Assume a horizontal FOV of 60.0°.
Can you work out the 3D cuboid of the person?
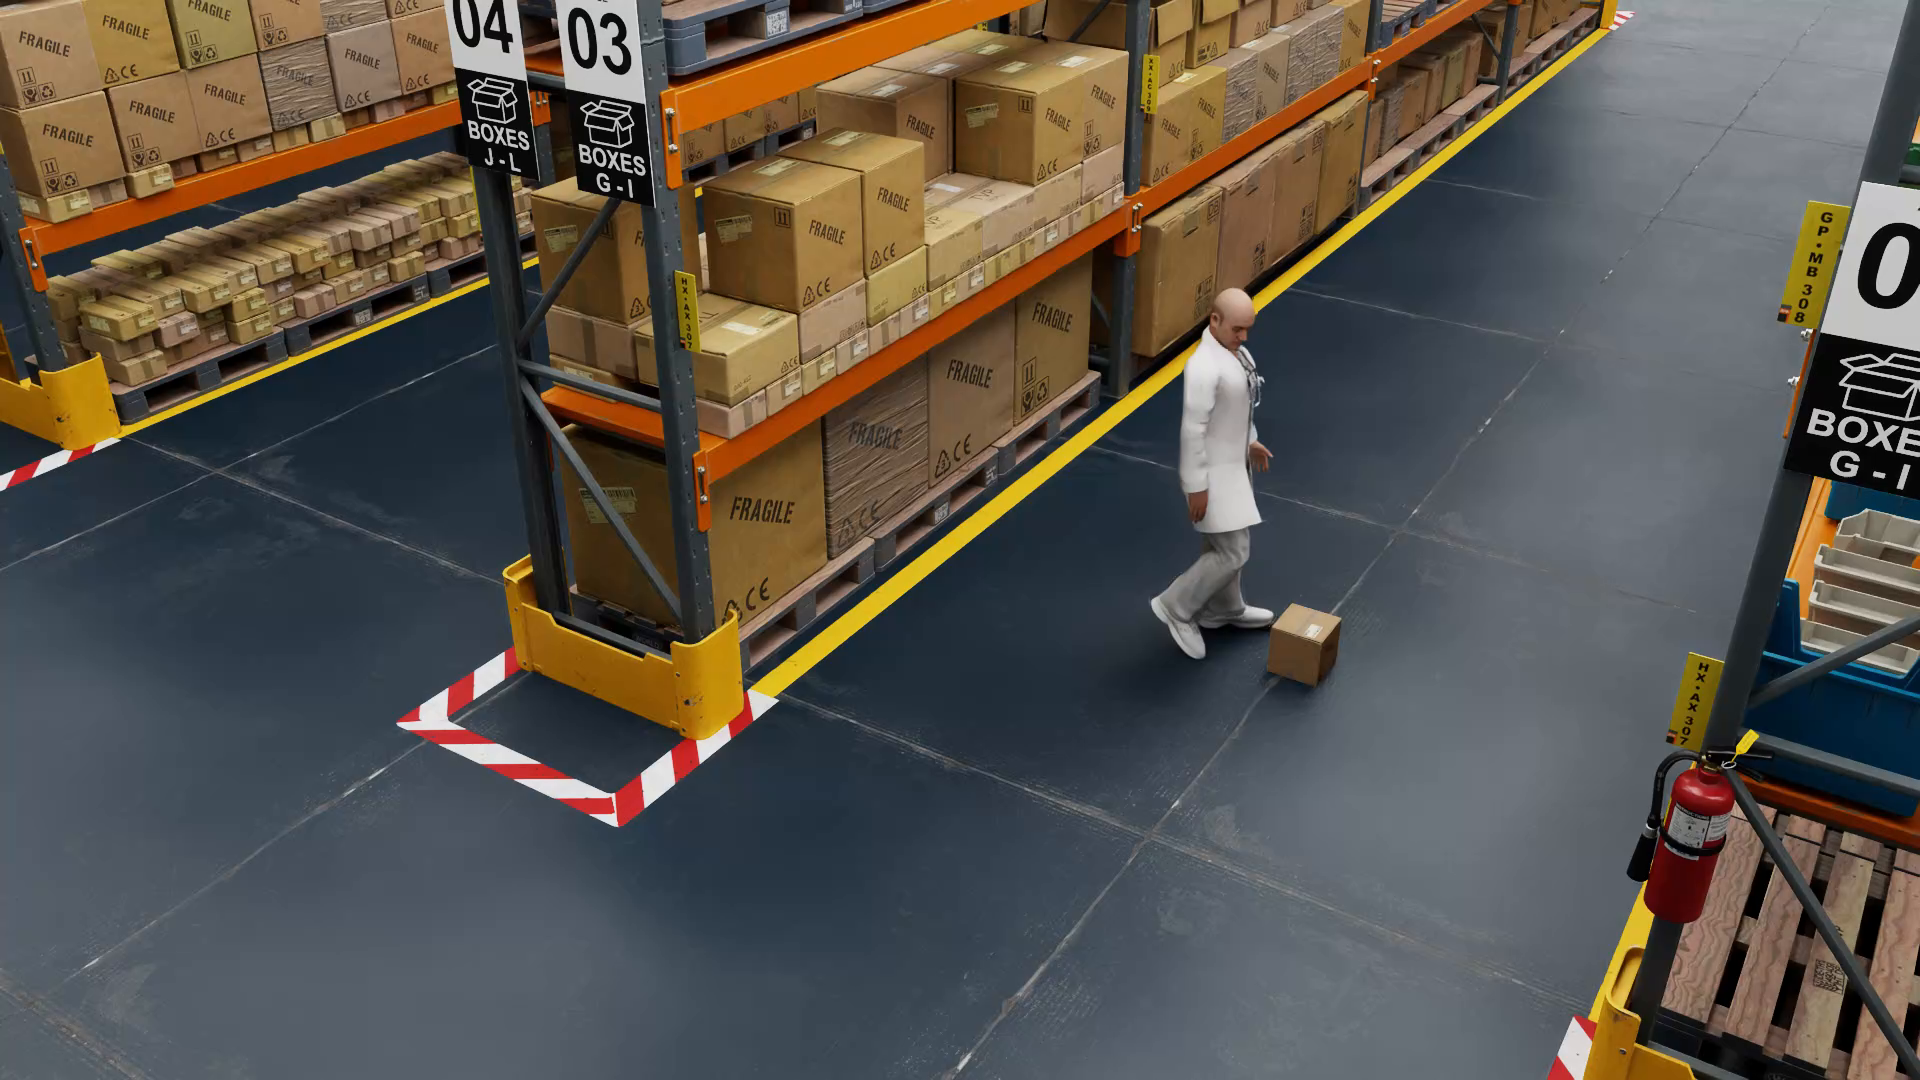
[{"bbox_3d":[1.224,-0.317,7.682,0.567,1.789,0.664,8,31,14],"label":"person"}]
